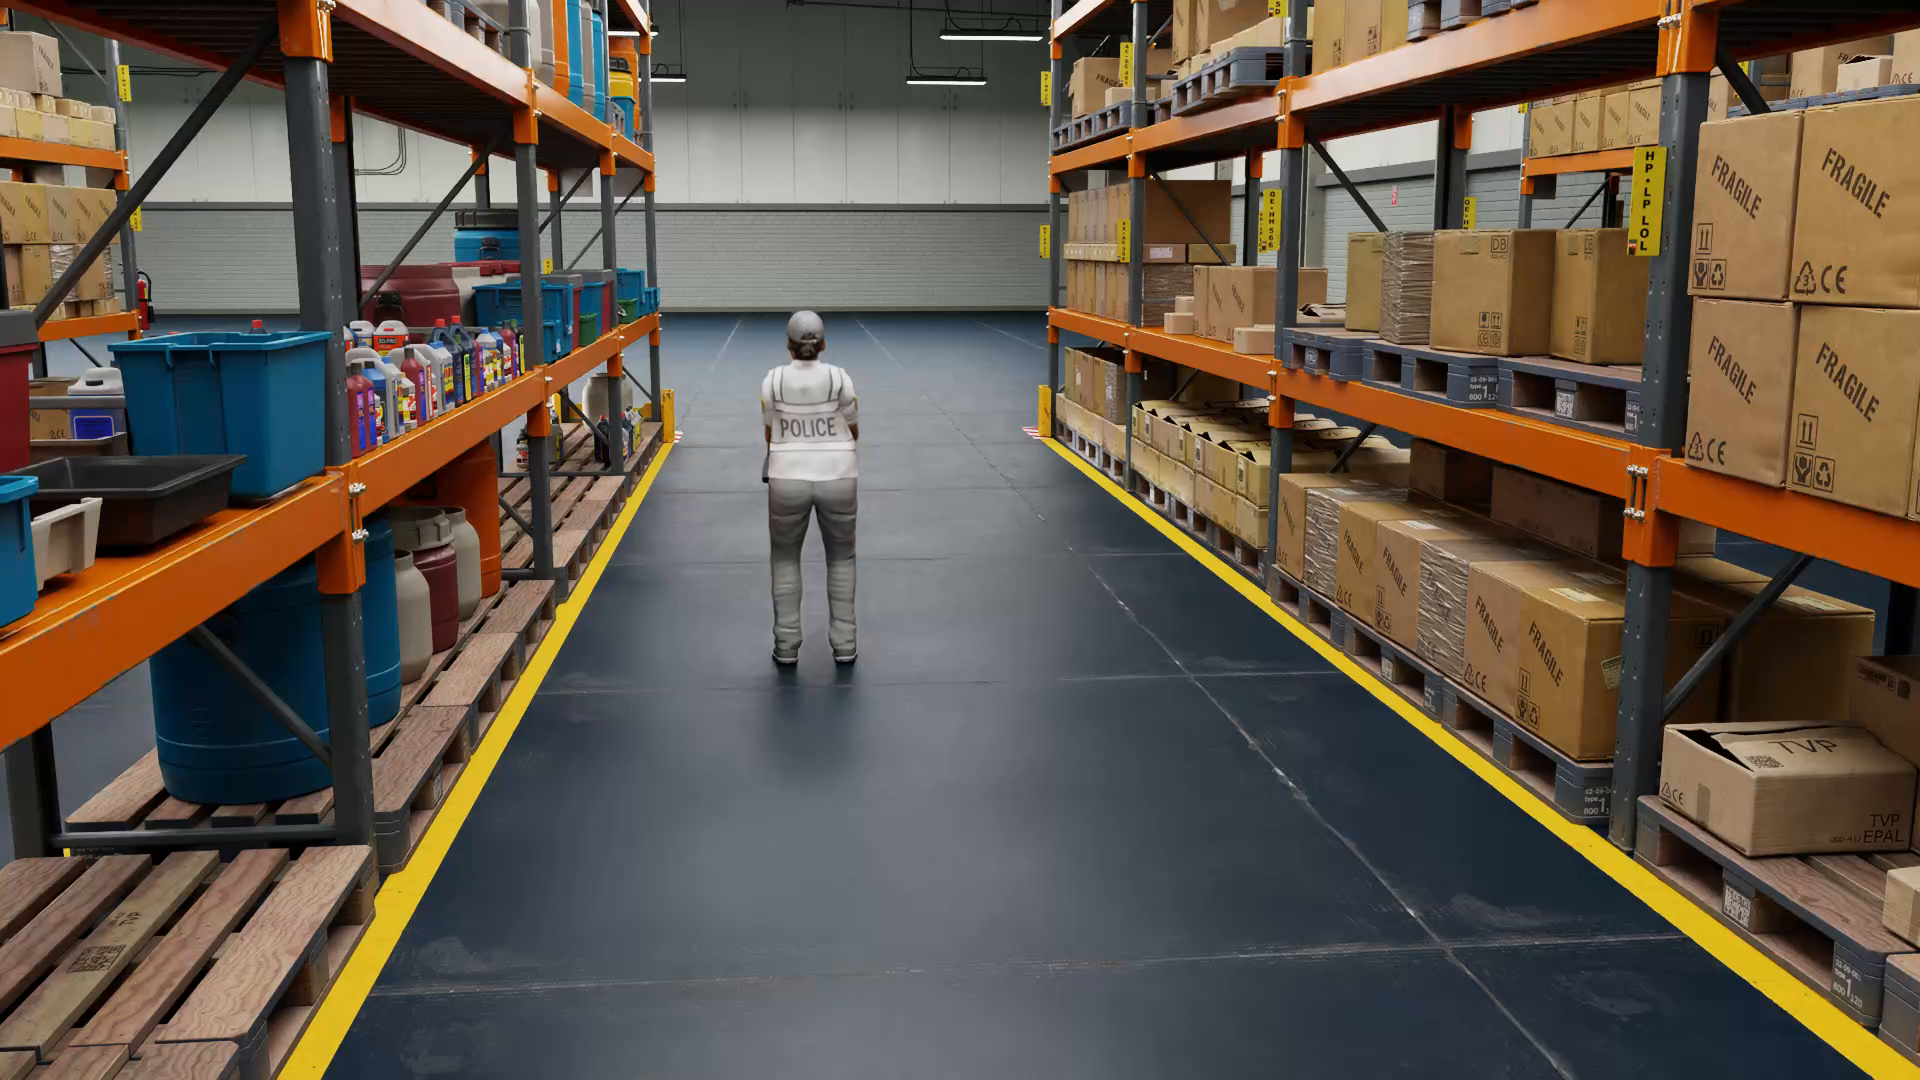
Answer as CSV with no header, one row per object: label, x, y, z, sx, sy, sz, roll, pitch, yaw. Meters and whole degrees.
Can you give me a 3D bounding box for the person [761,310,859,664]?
person,-0.703,-0.254,7.856,0.455,1.656,0.541,-1,10,-5
